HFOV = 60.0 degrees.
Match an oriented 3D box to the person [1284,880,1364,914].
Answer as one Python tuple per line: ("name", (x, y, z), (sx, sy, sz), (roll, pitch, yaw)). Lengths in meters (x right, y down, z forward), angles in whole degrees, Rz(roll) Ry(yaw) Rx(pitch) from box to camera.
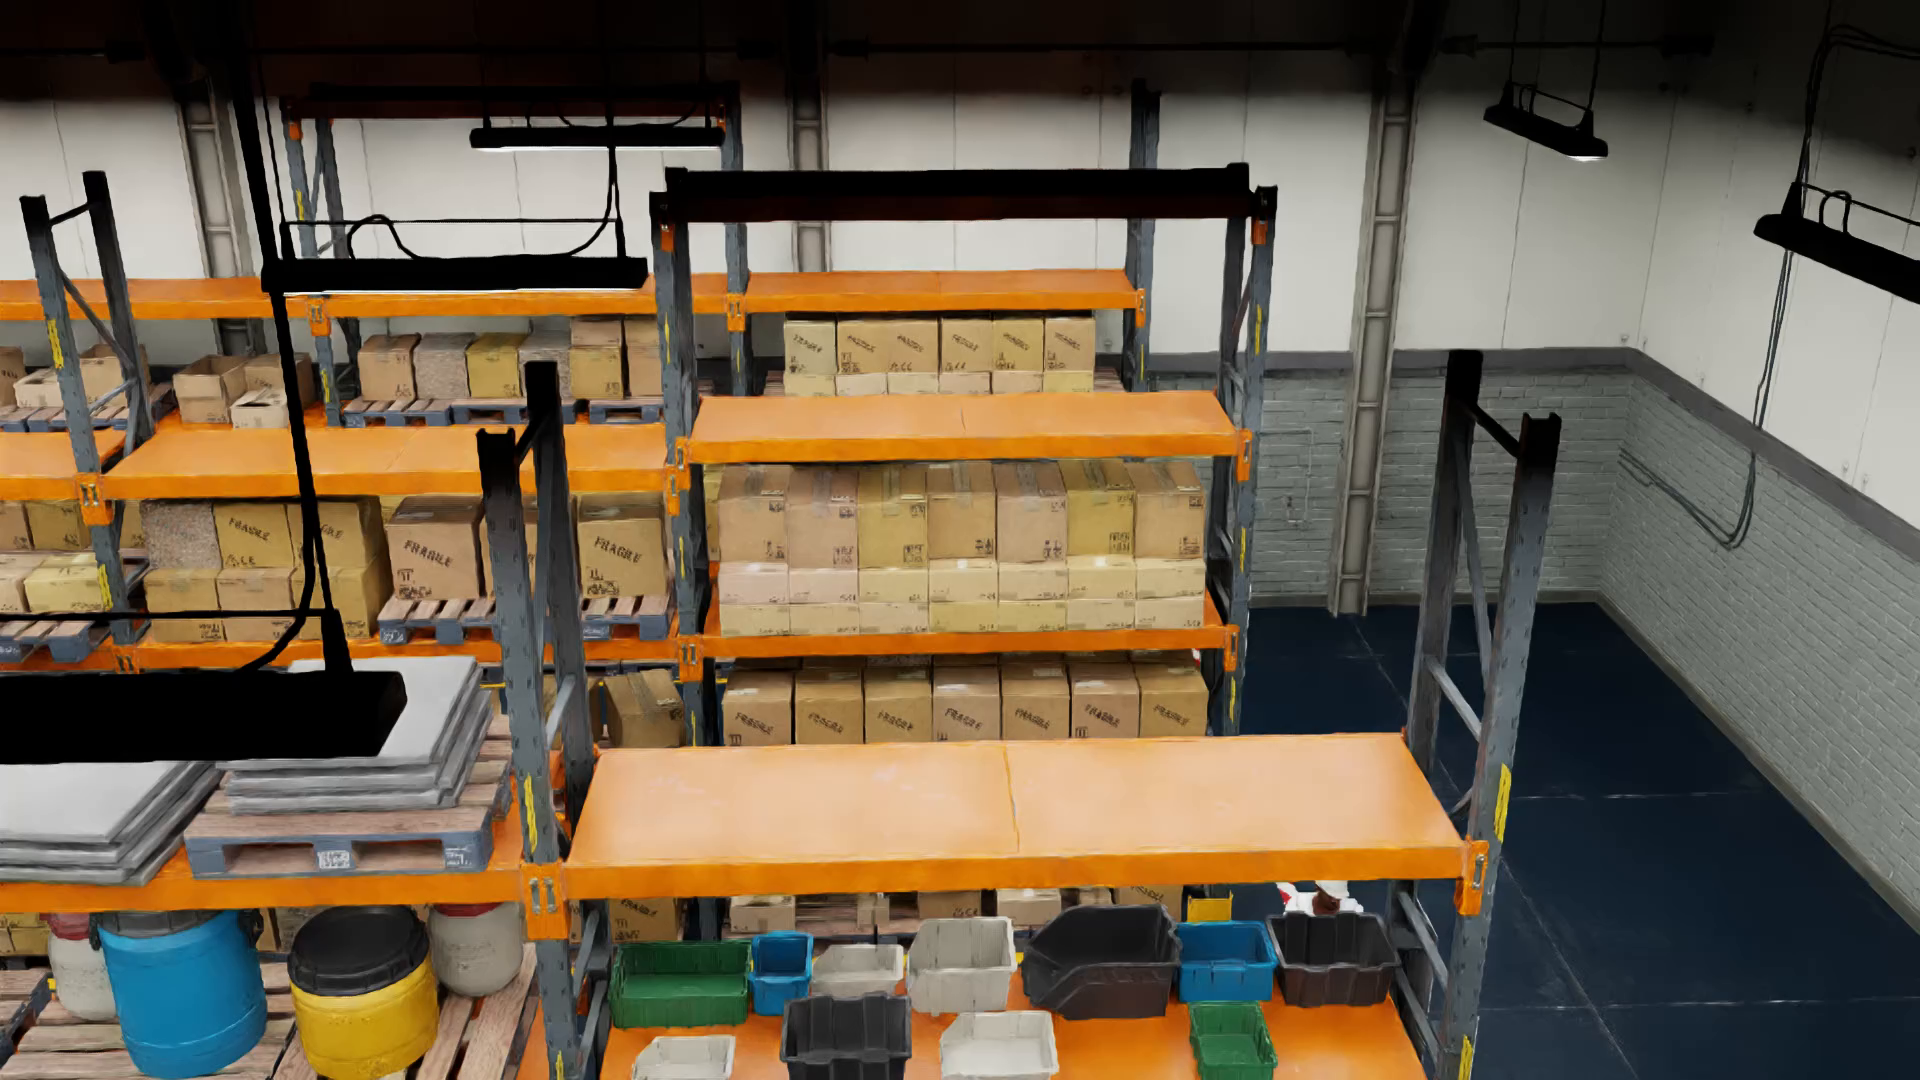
("person", (2.487, 2.992, 11.403), (0.637, 1.769, 0.432), (8, 23, 19))
